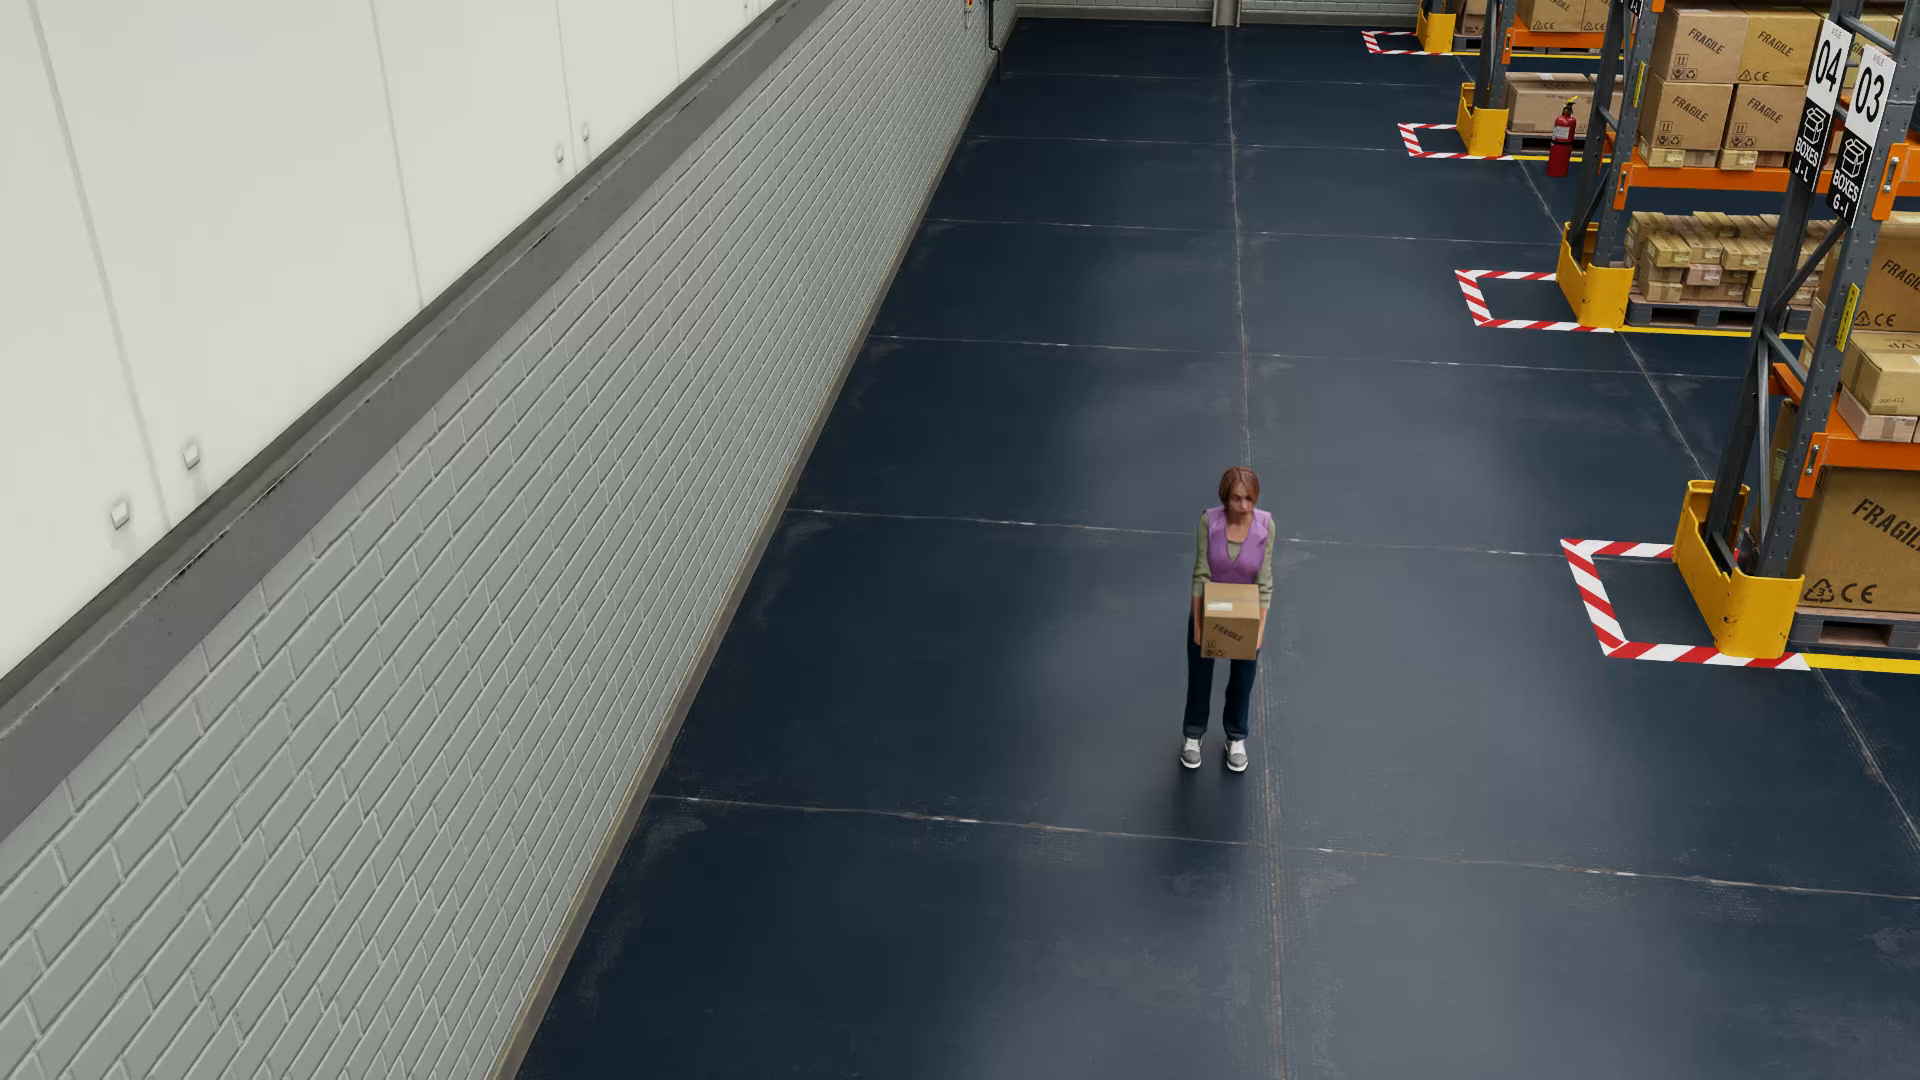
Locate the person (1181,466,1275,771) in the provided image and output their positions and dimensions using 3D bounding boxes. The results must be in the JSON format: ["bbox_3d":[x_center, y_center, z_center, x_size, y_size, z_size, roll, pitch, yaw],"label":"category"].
[{"bbox_3d":[1.270,0.427,7.893,0.375,1.570,0.502,3,29,6],"label":"person"}]
